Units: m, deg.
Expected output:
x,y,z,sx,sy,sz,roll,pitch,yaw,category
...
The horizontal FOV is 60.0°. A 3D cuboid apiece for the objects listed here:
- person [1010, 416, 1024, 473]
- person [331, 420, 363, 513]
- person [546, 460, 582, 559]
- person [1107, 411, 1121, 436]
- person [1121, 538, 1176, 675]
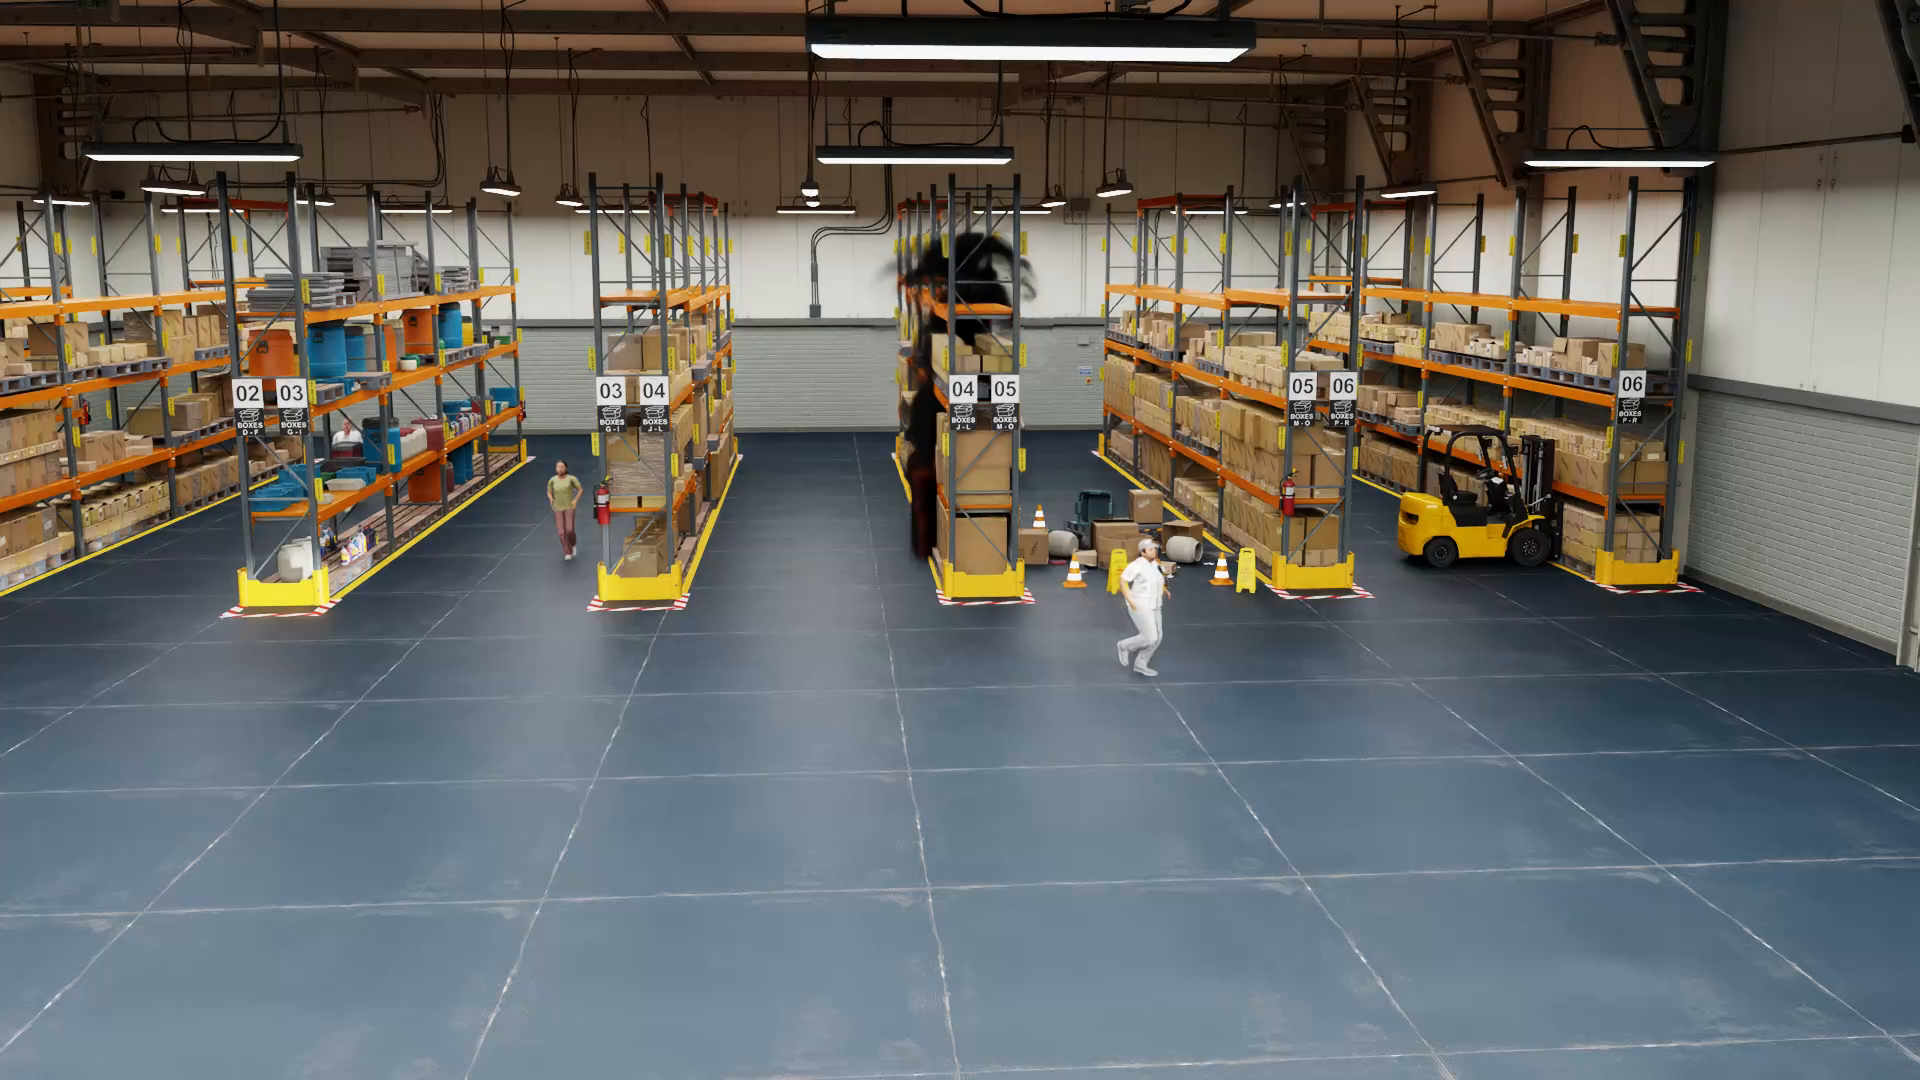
x,y,z,sx,sy,sz,roll,pitch,yaw,category
1.149,-2.200,36.605,0.550,1.599,0.869,-1,10,-8,person
-11.713,-1.430,31.852,0.701,1.756,0.817,-1,10,-6,person
-6.345,-0.477,26.622,0.554,1.626,0.578,0,10,-2,person
3.879,-3.115,41.604,0.541,1.675,0.713,6,12,30,person
2.250,0.790,19.526,0.539,1.639,0.631,9,13,41,person
